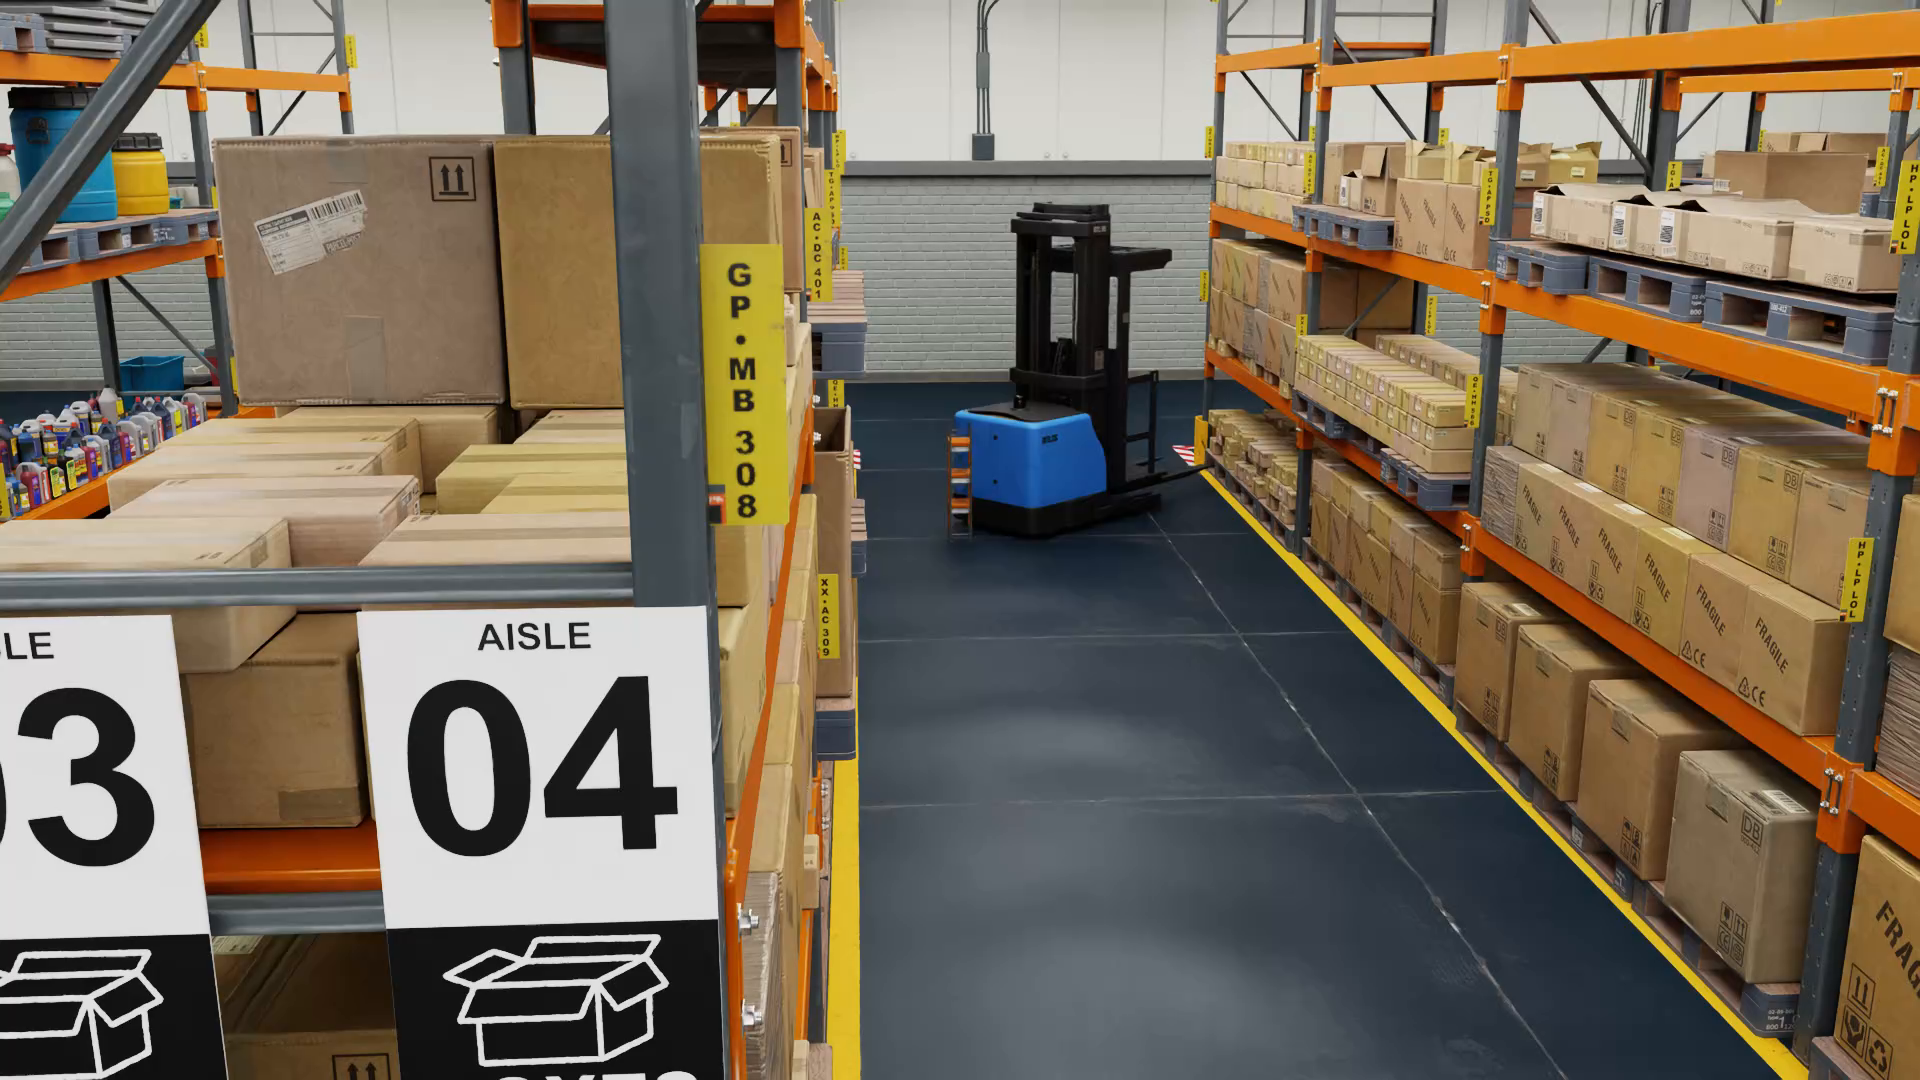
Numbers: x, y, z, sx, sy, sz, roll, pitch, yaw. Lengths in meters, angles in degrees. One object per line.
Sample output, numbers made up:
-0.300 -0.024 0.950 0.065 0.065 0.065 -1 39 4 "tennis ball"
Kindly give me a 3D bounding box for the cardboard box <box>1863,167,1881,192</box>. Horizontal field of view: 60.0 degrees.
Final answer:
8.276 -2.850 14.816 0.956 1.026 0.306 0 14 -2 "cardboard box"

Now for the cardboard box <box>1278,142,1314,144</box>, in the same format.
3.421 -3.932 16.768 0.380 0.149 0.250 -1 14 -5 "cardboard box"

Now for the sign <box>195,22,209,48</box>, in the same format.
-5.930 -4.011 12.978 0.100 0.325 0.005 -1 14 -3 "sign"

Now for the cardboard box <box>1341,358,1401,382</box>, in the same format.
3.067 -1.270 12.412 0.380 0.149 0.250 0 14 -1 "cardboard box"

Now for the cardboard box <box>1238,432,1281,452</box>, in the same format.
2.968 -0.970 16.462 0.380 0.149 0.250 -1 14 -3 "cardboard box"

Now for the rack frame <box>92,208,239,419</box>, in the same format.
-6.479 -1.199 13.668 1.000 3.000 0.127 -1 14 -3 "rack frame"

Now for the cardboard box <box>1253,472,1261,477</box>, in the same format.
3.043 -0.566 16.083 0.380 0.149 0.250 -1 14 -2 "cardboard box"

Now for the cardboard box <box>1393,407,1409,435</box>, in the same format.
3.147 -0.806 11.203 0.380 0.149 0.250 -1 14 -2 "cardboard box"

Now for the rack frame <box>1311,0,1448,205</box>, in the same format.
3.421 -4.233 13.417 1.000 3.000 0.127 -1 14 -3 "rack frame"

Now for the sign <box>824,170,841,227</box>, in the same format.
-0.746 -1.992 9.691 0.100 0.325 0.005 -1 14 -3 "sign"

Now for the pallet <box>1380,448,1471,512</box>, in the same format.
3.518 -0.415 11.005 1.213 0.211 1.003 -1 14 -3 "pallet"

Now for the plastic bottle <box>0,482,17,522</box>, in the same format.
-5.936 -0.257 10.255 0.152 0.276 0.135 -1 14 -3 "plastic bottle"

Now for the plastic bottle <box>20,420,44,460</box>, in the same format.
-6.759 -0.730 12.094 0.152 0.276 0.135 -1 14 -3 "plastic bottle"

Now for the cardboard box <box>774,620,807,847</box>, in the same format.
-0.648 0.518 4.190 0.500 0.500 0.500 -1 14 -3 "cardboard box"

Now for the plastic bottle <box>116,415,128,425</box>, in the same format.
-6.193 -0.788 12.326 0.097 0.271 0.097 0 14 0 "plastic bottle"

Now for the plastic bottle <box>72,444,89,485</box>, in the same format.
-5.973 -0.514 11.262 0.097 0.271 0.097 0 14 0 "plastic bottle"

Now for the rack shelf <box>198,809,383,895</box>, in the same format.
-0.916 0.012 3.991 0.919 0.124 3.809 -1 14 -3 "rack shelf"

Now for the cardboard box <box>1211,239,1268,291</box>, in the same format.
2.936 -2.883 17.407 0.500 0.500 0.500 -1 14 -4 "cardboard box"

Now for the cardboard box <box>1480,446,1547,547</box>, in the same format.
3.427 -0.265 9.836 0.500 0.500 0.500 -1 14 -3 "cardboard box"

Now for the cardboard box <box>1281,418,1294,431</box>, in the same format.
3.560 -1.179 17.275 0.380 0.149 0.250 -1 14 -5 "cardboard box"

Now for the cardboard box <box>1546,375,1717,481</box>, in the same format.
3.719 -0.628 9.238 0.700 0.500 0.500 -1 14 -4 "cardboard box"

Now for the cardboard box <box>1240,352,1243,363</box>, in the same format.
3.032 -1.854 16.717 0.380 0.149 0.250 -1 14 -4 "cardboard box"

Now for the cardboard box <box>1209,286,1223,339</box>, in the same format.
2.925 -2.399 17.531 0.500 0.500 0.500 0 14 -1 "cardboard box"

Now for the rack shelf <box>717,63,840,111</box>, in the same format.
-1.660 -4.136 15.290 1.077 0.370 4.000 -1 14 -3 "rack shelf"

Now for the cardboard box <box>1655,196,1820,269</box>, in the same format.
3.588 -1.431 7.686 0.500 0.311 0.500 -1 14 -5 "cardboard box"

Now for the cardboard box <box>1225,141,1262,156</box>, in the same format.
2.966 -4.053 17.238 0.380 0.149 0.250 -1 14 -4 "cardboard box"

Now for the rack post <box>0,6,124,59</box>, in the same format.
-6.227 -3.361 11.034 0.937 0.300 0.954 1 14 3 "rack post"

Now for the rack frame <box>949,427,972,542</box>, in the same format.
0.004 -0.491 14.829 0.200 1.050 0.008 -1 14 -3 "rack frame"

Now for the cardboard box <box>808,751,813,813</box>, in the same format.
-0.733 0.884 6.073 0.380 0.149 0.250 -1 14 -3 "cardboard box"

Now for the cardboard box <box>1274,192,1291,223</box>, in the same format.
3.102 -2.950 14.751 0.500 0.250 0.500 -1 14 -4 "cardboard box"

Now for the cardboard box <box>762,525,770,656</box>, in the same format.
-0.602 0.077 2.990 0.500 0.250 0.500 -1 14 -5 "cardboard box"

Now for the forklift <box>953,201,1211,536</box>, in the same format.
1.307 -1.751 15.950 1.130 2.935 3.031 13 19 41 "forklift"

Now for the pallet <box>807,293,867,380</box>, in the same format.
-0.972 -0.803 6.485 1.213 0.211 1.003 -1 14 -3 "pallet"

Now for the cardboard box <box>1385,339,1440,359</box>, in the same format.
3.658 -1.533 13.434 0.380 0.149 0.250 -1 14 -5 "cardboard box"

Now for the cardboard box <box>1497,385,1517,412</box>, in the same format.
3.803 -0.948 11.159 0.380 0.149 0.250 -1 14 -4 "cardboard box"

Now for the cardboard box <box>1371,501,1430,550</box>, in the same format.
3.307 -0.107 12.089 0.500 0.250 0.500 -1 14 -2 "cardboard box"

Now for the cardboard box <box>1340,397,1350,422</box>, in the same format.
3.073 -0.979 12.474 0.380 0.149 0.250 -1 14 -4 "cardboard box"

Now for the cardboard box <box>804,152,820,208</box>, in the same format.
-0.951 -1.659 8.230 0.500 0.500 0.500 -1 14 -2 "cardboard box"

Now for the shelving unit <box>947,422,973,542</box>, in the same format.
-0.003 -0.522 14.947 0.215 1.050 0.252 -1 14 -3 "shelving unit"

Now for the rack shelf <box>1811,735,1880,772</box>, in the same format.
3.793 0.419 8.431 0.919 0.124 3.809 -1 14 -3 "rack shelf"

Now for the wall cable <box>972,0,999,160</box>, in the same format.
1.306 -8.193 22.355 2.277 5.999 0.120 -1 14 -3 "wall cable"

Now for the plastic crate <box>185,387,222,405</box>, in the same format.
-6.365 -1.219 14.152 0.396 0.136 0.243 -1 14 -3 "plastic crate"

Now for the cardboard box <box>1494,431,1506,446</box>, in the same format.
3.809 -0.662 11.242 0.380 0.149 0.250 0 14 -1 "cardboard box"

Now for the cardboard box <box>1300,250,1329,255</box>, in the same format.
3.558 -2.502 15.927 0.500 0.500 0.500 -1 14 -5 "cardboard box"

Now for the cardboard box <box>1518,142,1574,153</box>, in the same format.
3.832 -2.500 10.967 0.396 0.266 0.258 -1 14 -3 "cardboard box"

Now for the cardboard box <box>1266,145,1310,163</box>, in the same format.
3.023 -3.537 15.232 0.380 0.149 0.250 -1 14 -4 "cardboard box"

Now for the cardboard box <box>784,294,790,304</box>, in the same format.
-0.704 -0.654 5.030 0.380 0.149 0.250 -2 15 -6 "cardboard box"

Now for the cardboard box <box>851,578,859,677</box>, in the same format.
-1.310 0.373 10.979 1.225 0.875 0.875 -2 15 -6 "cardboard box"

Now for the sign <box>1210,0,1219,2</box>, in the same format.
2.632 -5.710 17.125 0.100 0.325 0.005 -1 14 -3 "sign"

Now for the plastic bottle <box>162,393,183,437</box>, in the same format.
-6.096 -0.952 12.805 0.144 0.351 0.185 -1 14 -3 "plastic bottle"
